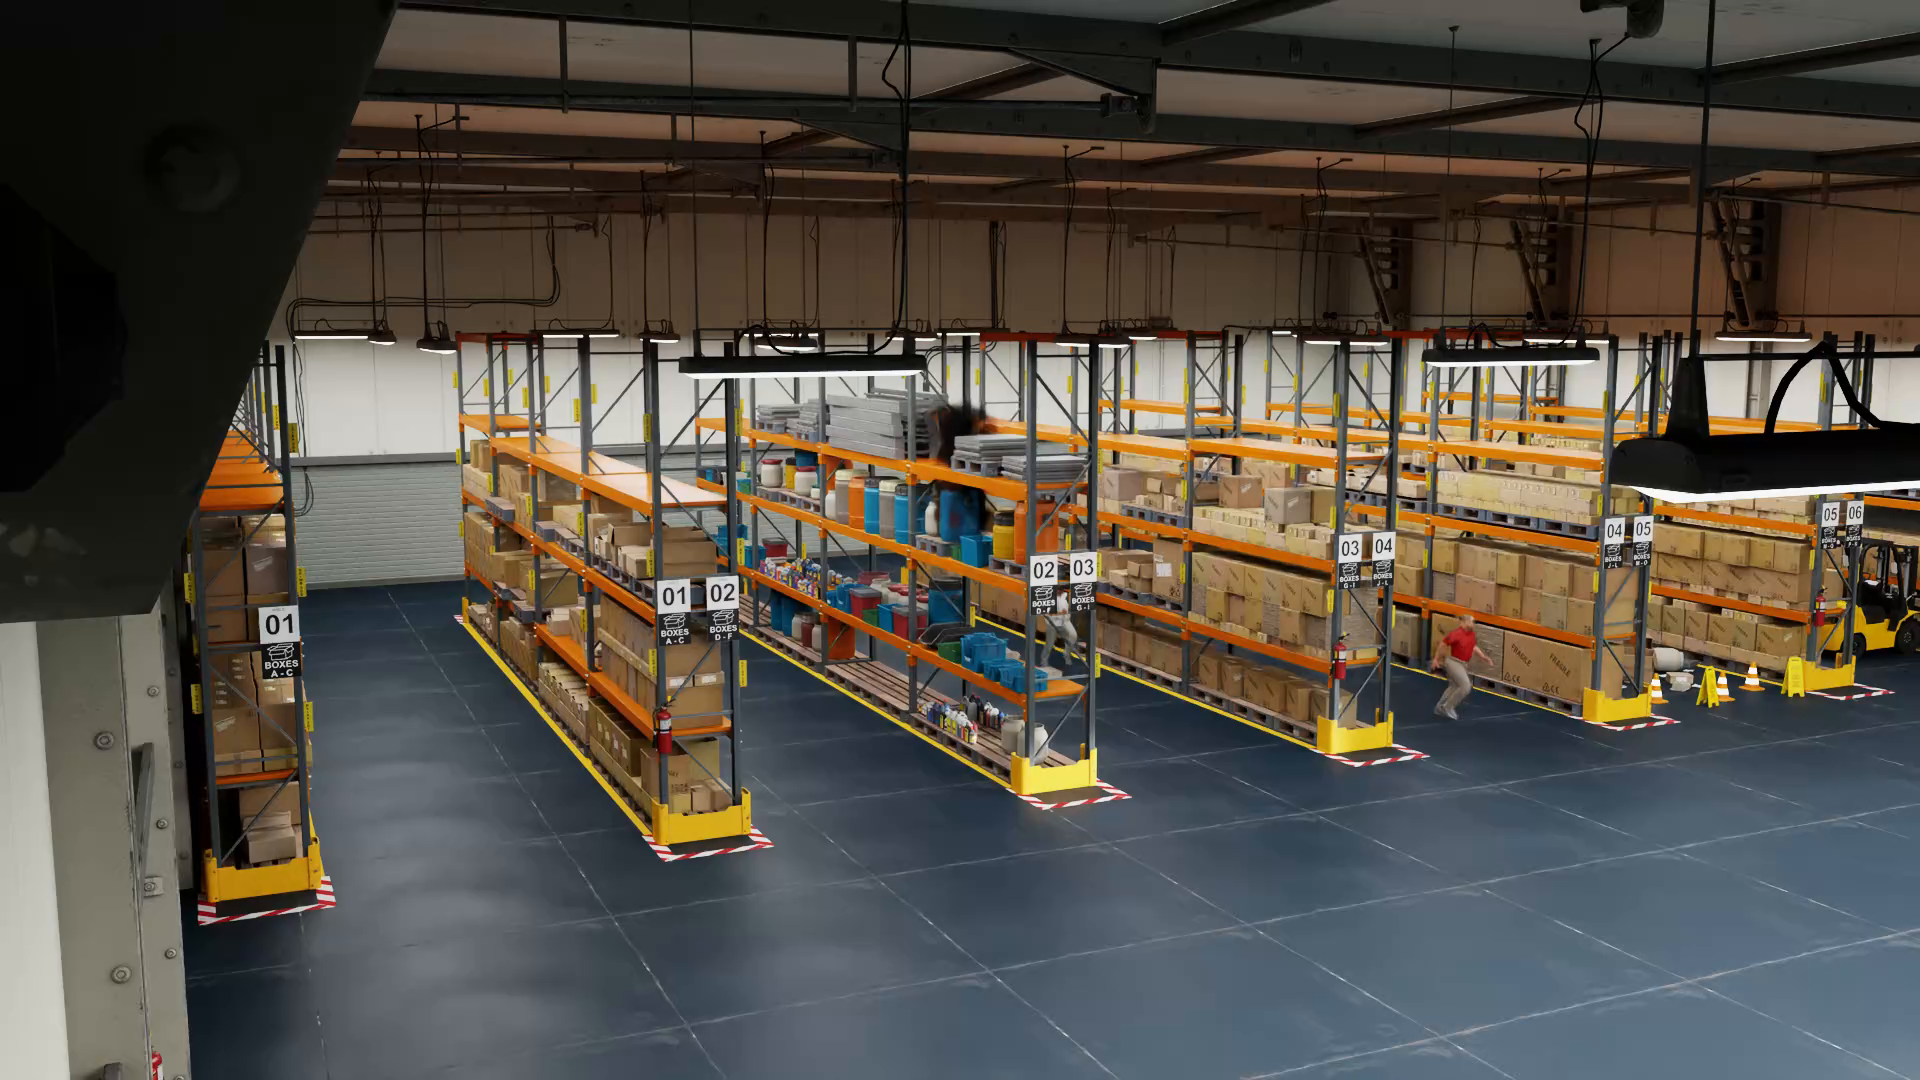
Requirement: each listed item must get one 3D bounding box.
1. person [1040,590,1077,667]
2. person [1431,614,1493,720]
[{"bbox_3d":[1.726,1.503,29.471,0.590,1.650,0.898,-3,8,-24],"label":"person"},{"bbox_3d":[7.890,1.980,26.081,0.834,1.676,0.621,6,10,38],"label":"person"}]
